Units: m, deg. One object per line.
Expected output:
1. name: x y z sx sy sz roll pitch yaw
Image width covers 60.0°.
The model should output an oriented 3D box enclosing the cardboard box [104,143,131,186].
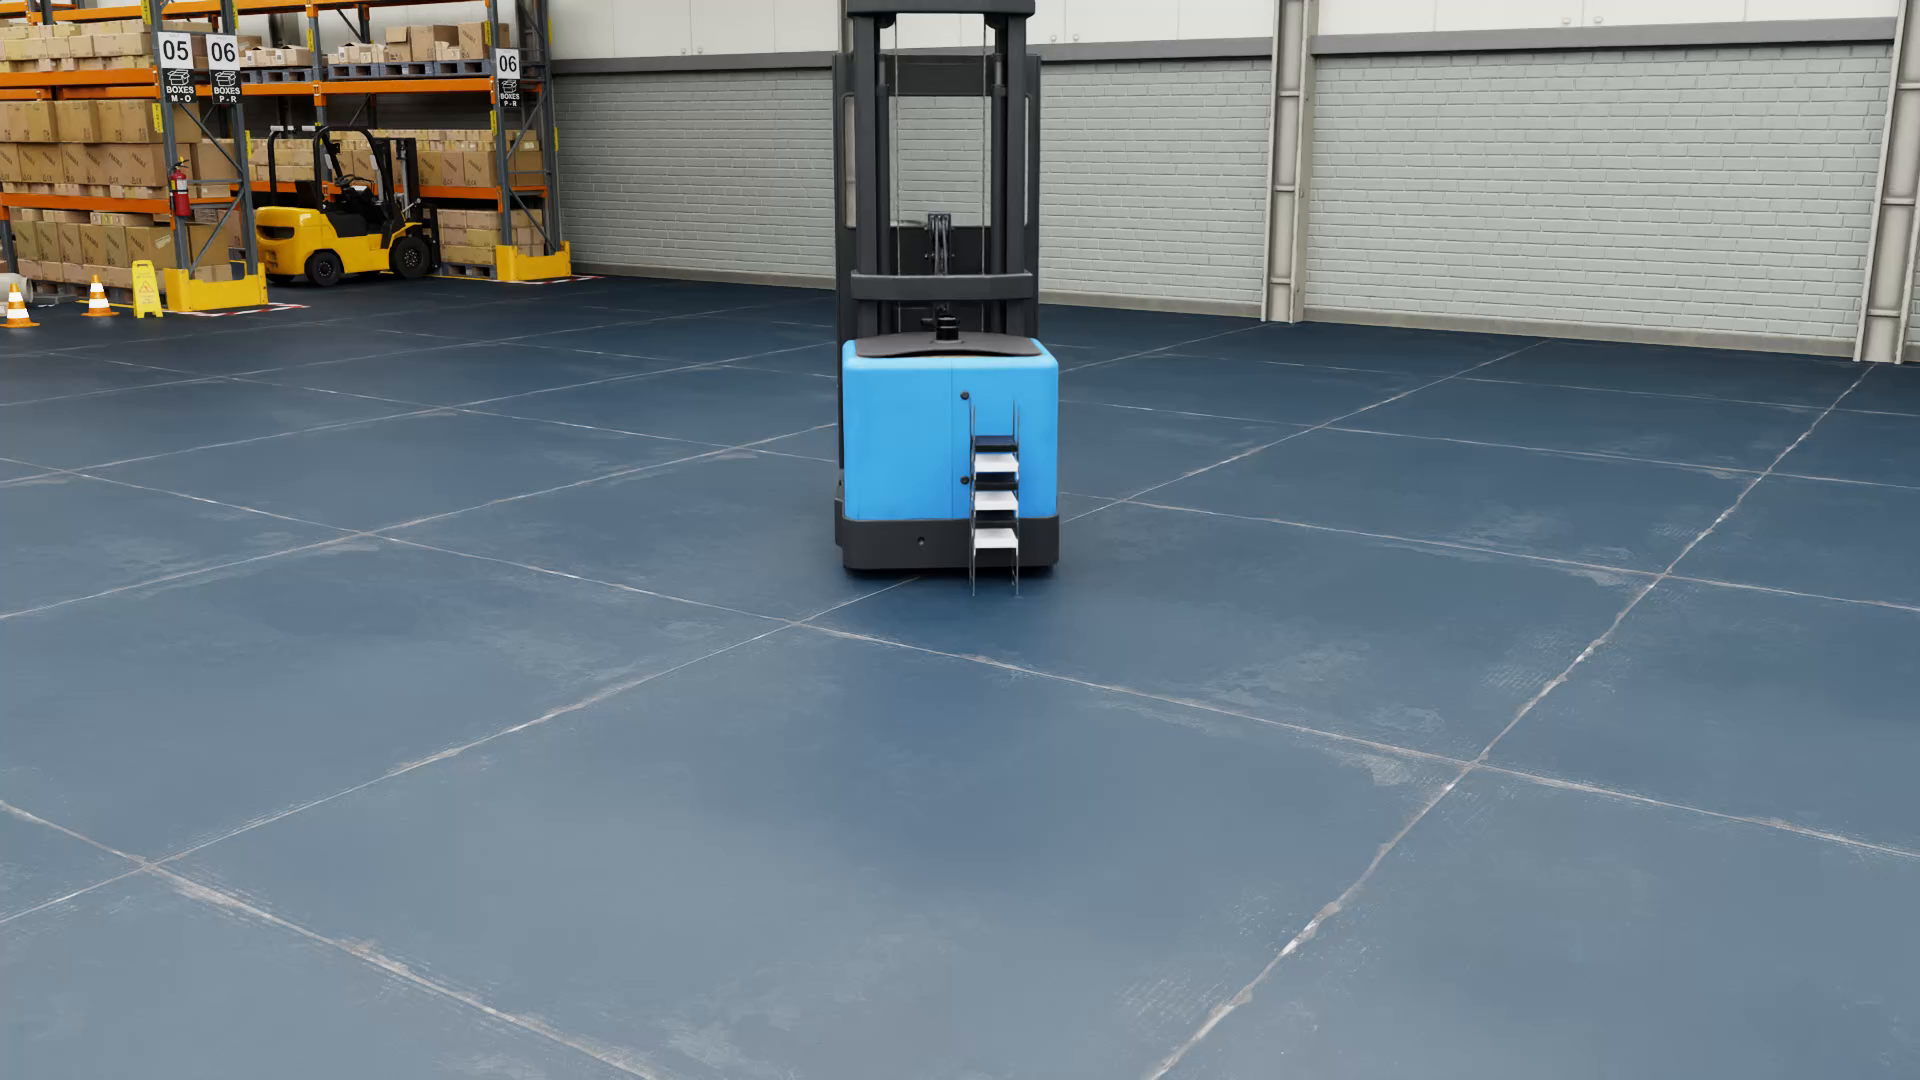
1. cardboard box: -10.008 -4.572 20.223 0.500 0.500 0.500 9 17 33

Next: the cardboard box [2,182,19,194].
1. cardboard box: -12.228 -4.601 21.691 0.250 0.149 0.380 9 17 33

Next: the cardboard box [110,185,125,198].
1. cardboard box: -10.124 -4.258 20.303 0.250 0.149 0.380 10 17 34

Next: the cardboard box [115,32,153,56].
1. cardboard box: -9.566 -5.836 19.605 0.500 0.250 0.500 9 16 32

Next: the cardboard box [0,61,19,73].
1. cardboard box: -12.003 -6.026 21.205 0.250 0.149 0.380 9 17 33

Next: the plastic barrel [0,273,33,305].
1. plastic barrel: -11.550 -3.018 20.132 0.512 0.421 0.421 -4 14 -16

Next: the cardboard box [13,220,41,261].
1. cardboard box: -11.971 -3.930 21.743 0.500 0.500 0.500 10 17 35

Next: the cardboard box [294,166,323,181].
1. cardboard box: -10.107 -5.762 26.171 0.500 0.250 0.500 10 17 34

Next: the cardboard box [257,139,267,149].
1. cardboard box: -11.027 -6.350 26.675 0.250 0.149 0.380 9 17 33

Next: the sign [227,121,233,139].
1. sign: -12.555 -7.029 28.567 0.005 0.325 0.100 9 17 33

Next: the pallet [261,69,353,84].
1. pallet: -10.282 -7.299 26.220 1.217 0.209 0.805 8 16 31

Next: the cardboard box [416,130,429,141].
1. cardboard box: -7.753 -5.948 24.433 0.250 0.149 0.380 10 17 34

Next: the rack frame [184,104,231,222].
1. rack frame: -12.862 -6.356 28.257 0.127 3.000 1.000 9 17 33

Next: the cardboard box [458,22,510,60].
1. cardboard box: -6.727 -7.051 23.532 0.500 0.500 0.500 10 17 35

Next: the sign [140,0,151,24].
1. sign: -9.317 -6.071 19.020 0.005 0.325 0.100 9 17 33

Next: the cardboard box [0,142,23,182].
1. cardboard box: -12.100 -4.908 21.580 0.500 0.500 0.500 9 17 33

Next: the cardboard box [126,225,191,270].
1. cardboard box: -9.801 -3.582 20.337 0.500 0.500 0.500 9 17 33

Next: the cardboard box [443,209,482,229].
1. cardboard box: -7.207 -4.705 24.353 0.500 0.250 0.500 10 17 34

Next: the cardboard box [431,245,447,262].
1. cardboard box: -7.607 -4.290 24.759 0.500 0.250 0.500 9 17 33

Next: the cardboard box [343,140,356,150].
1. cardboard box: -9.209 -6.053 25.477 0.250 0.149 0.380 10 17 34

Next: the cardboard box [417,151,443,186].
1. cardboard box: -7.629 -5.486 24.532 0.500 0.500 0.500 9 16 32

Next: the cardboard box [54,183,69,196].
1. cardboard box: -11.171 -4.428 20.991 0.250 0.149 0.380 9 17 33

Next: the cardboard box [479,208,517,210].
1. cardboard box: -6.933 -4.806 24.764 0.500 0.250 0.500 9 17 33

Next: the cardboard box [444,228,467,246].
1. cardboard box: -7.212 -4.467 24.436 0.500 0.250 0.500 9 17 32

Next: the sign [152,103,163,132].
1. sign: -9.317 -4.901 19.310 0.005 0.325 0.100 9 17 33

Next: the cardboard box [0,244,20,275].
1. cardboard box: -12.746 -3.828 22.638 0.625 0.372 0.950 9 17 34

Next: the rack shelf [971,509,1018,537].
1. rack shelf: 0.159 -0.081 7.790 0.200 0.077 0.258 -1 14 -4

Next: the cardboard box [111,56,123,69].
1. cardboard box: -9.869 -5.689 19.841 0.250 0.149 0.380 10 17 34

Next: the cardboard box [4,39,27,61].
1. cardboard box: -11.664 -6.176 20.981 0.500 0.250 0.500 9 17 32

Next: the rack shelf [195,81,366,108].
1. rack shelf: -11.202 -7.195 26.900 4.000 0.370 1.077 9 17 33

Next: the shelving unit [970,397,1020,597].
1. shelving unit: 0.159 -0.201 7.760 0.210 0.900 0.258 -1 14 -4

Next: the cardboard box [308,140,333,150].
1. cardboard box: -9.950 -6.185 26.007 0.250 0.149 0.380 10 17 35

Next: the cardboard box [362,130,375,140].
1. cardboard box: -8.803 -6.121 25.131 0.250 0.149 0.380 10 17 34

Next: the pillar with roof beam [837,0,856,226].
1. pillar with roof beam: -3.722 -6.805 17.588 0.400 9.000 9.100 9 17 33

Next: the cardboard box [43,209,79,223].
1. cardboard box: -11.473 -4.147 21.272 0.250 0.149 0.380 10 17 35

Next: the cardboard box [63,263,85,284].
1. cardboard box: -11.080 -3.426 21.268 0.500 0.250 0.500 9 16 32

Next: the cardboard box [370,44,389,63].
1. cardboard box: -8.481 -7.203 24.635 0.258 0.266 0.396 9 16 31

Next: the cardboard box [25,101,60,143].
1. cardboard box: -11.253 -5.260 20.921 0.500 0.500 0.700 9 16 32

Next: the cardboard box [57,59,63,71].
1. cardboard box: -10.907 -5.866 20.556 0.250 0.149 0.380 9 17 33

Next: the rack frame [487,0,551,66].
1. rack frame: -6.224 -8.195 23.202 0.127 3.000 1.000 9 17 33

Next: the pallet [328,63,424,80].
1. pallet: -8.821 -7.124 25.299 1.213 0.211 1.003 9 17 33

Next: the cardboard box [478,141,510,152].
1. cardboard box: -6.668 -5.637 23.796 0.250 0.149 0.380 9 17 34

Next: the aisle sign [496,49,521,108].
1. aisle sign: -6.333 -6.478 23.339 0.004 0.787 0.394 9 17 33

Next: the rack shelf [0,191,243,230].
1. rack shelf: -10.650 -4.212 21.093 4.000 0.370 1.077 9 17 33

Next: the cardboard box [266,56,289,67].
1. cardboard box: -10.625 -7.493 26.049 0.250 0.149 0.380 9 17 33

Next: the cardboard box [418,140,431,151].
1. cardboard box: -7.746 -5.804 24.471 0.250 0.149 0.380 9 17 33

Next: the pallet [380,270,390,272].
1. pallet: -8.906 -4.351 25.961 1.213 0.211 1.003 9 17 33

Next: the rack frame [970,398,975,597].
1. rack frame: 0.057 -0.199 7.753 0.006 0.900 0.240 -1 14 -4

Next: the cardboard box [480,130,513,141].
1. cardboard box: -6.638 -5.797 23.822 0.250 0.149 0.380 9 17 33

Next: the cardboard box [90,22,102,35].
1. cardboard box: -10.231 -6.152 20.054 0.250 0.149 0.380 9 17 33

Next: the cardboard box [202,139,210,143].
1. cardboard box: -12.312 -6.553 27.495 0.250 0.149 0.380 10 17 34

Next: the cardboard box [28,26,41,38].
1. cardboard box: -11.347 -6.313 20.705 0.250 0.149 0.380 9 16 31

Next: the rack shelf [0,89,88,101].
1. rack shelf: -17.840 -8.268 31.234 4.000 0.370 1.077 9 17 33

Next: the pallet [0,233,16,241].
1. pallet: -17.767 -5.795 31.793 1.213 0.211 1.003 9 17 33

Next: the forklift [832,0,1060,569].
1. forklift: -0.140 -1.582 9.114 1.130 2.935 3.031 -1 14 -4

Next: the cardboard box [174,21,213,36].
1. cardboard box: -9.172 -6.103 19.854 0.250 0.149 0.380 9 17 32
